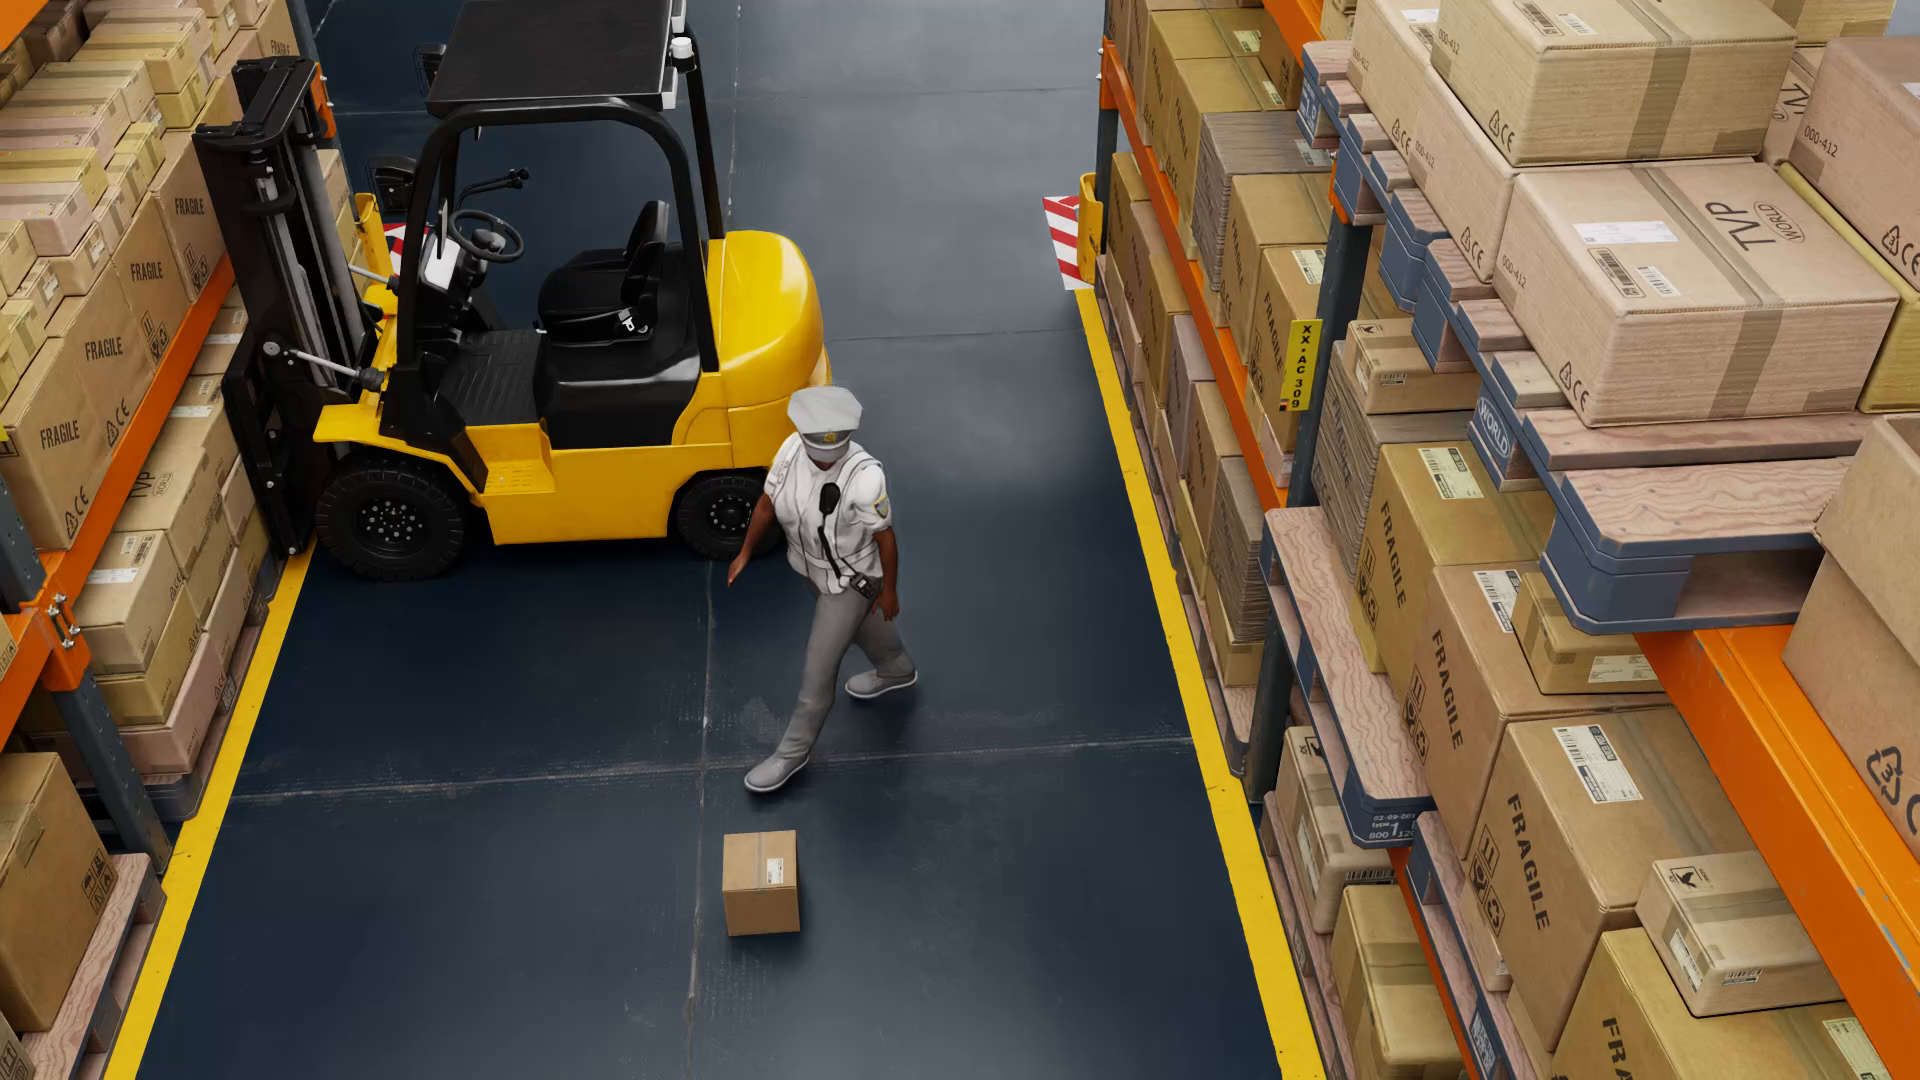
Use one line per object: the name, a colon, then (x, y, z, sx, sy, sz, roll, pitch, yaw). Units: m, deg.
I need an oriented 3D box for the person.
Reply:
person: (-0.526, 0.114, 6.006, 0.880, 1.608, 0.544, -28, 47, -30)
